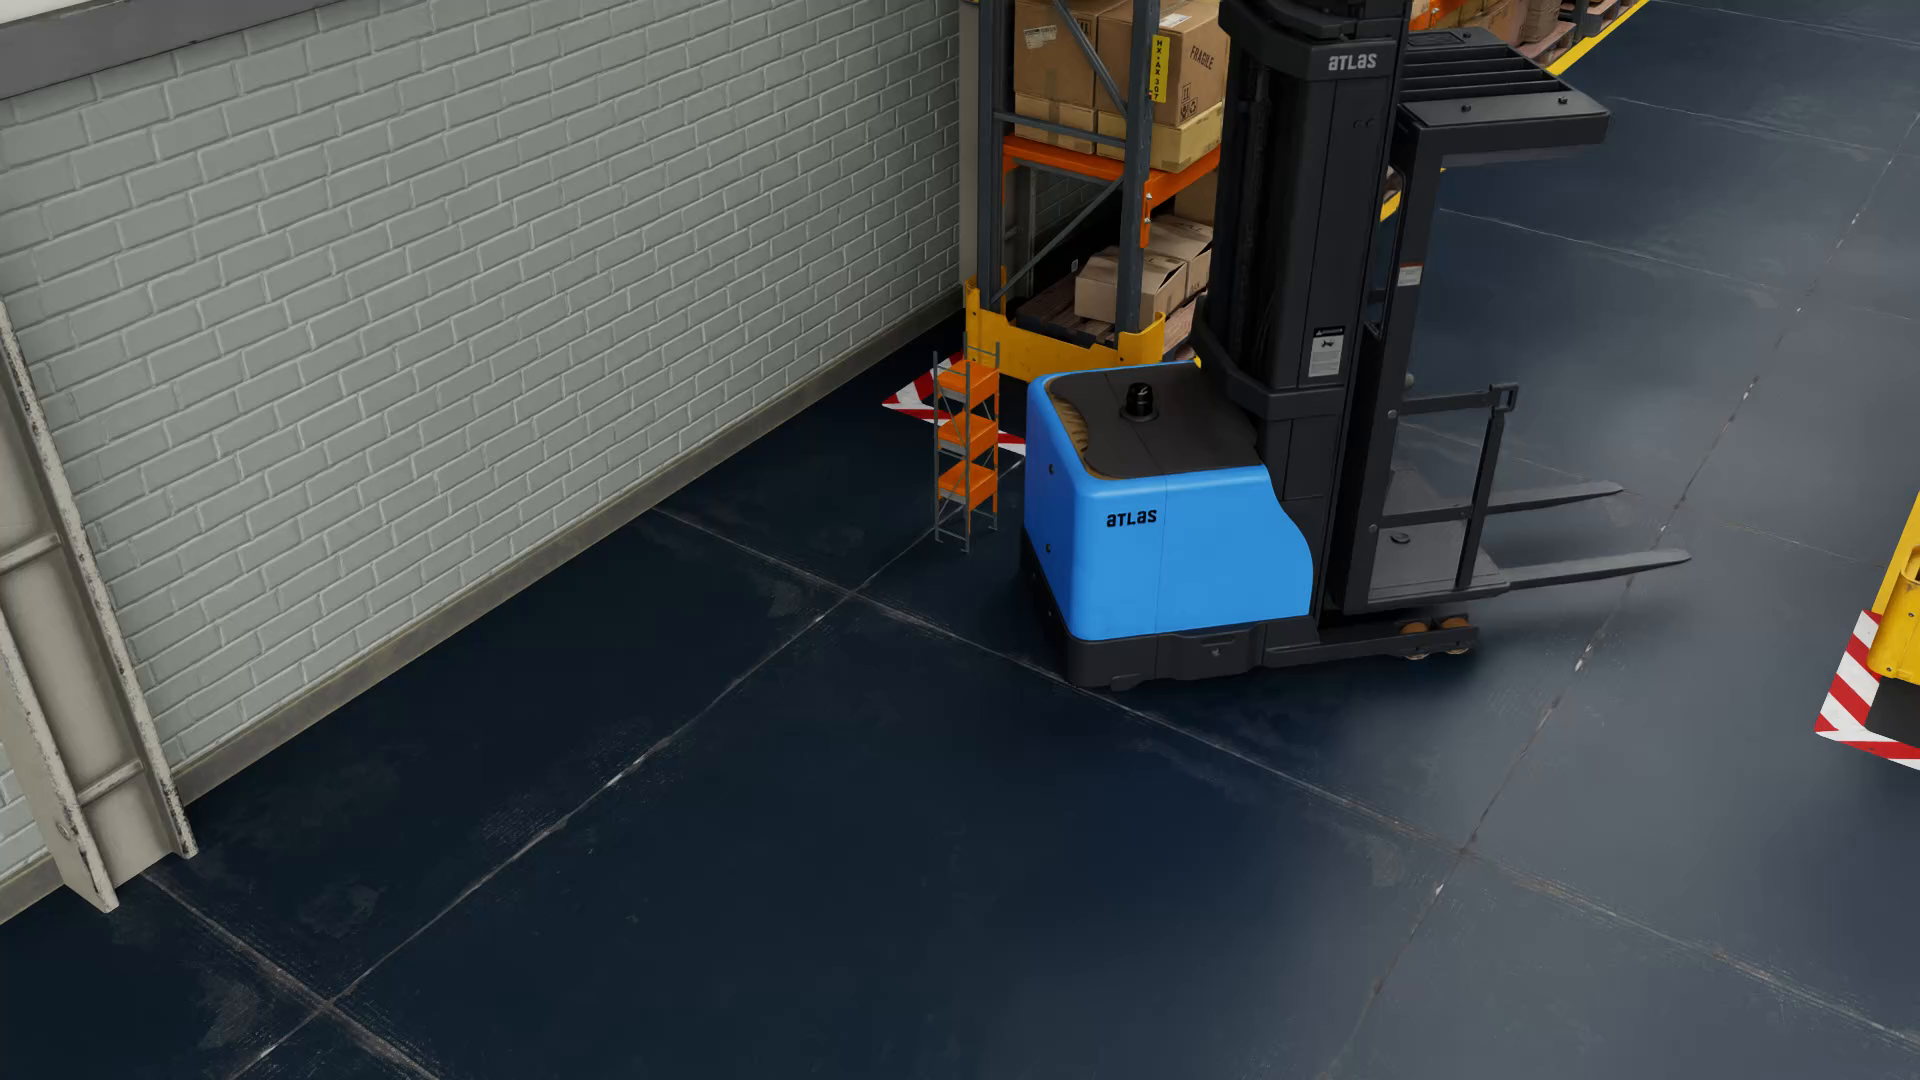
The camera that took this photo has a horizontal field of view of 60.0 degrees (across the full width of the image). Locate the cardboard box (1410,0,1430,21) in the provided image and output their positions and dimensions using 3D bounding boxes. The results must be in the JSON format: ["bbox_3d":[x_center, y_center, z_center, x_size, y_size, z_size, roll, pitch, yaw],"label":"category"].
[{"bbox_3d":[2.800,-3.626,11.050,0.500,0.250,0.500,21,40,28],"label":"cardboard box"}]

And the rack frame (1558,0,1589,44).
[{"bbox_3d":[5.102,-5.836,14.202,1.000,3.000,0.127,21,39,28],"label":"rack frame"}]

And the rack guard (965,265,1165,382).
[{"bbox_3d":[0.583,-1.153,9.509,1.175,0.500,0.348,21,39,28],"label":"rack guard"}]

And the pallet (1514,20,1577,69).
[{"bbox_3d":[4.655,-4.321,14.452,1.003,0.211,1.213,21,39,28],"label":"pallet"}]

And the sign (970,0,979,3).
[{"bbox_3d":[0.096,-2.951,8.620,0.100,0.325,0.005,21,39,28],"label":"sign"}]

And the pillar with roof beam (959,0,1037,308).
[{"bbox_3d":[3.765,-3.862,5.928,9.100,9.000,0.400,21,39,28],"label":"pillar with roof beam"}]

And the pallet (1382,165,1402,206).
[{"bbox_3d":[2.467,-2.519,11.787,1.003,0.211,1.213,21,39,28],"label":"pallet"}]

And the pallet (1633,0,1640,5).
[{"bbox_3d":[6.309,-5.578,16.310,1.003,0.211,1.213,21,39,28],"label":"pallet"}]

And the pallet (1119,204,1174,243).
[{"bbox_3d":[1.772,-1.955,10.953,1.003,0.211,1.213,21,39,28],"label":"pallet"}]

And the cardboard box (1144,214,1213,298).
[{"bbox_3d":[1.334,-1.774,10.204,0.500,0.311,0.500,25,41,32],"label":"cardboard box"}]

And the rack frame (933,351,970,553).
[{"bbox_3d":[-0.039,-0.403,7.909,0.200,1.050,0.008,21,39,28],"label":"rack frame"}]

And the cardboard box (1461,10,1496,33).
[{"bbox_3d":[3.804,-3.961,13.269,0.700,0.500,0.500,22,40,29],"label":"cardboard box"}]

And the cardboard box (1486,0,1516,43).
[{"bbox_3d":[4.085,-4.197,13.617,0.700,0.500,0.500,21,39,28],"label":"cardboard box"}]

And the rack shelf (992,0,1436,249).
[{"bbox_3d":[1.681,-2.776,10.320,1.077,0.370,4.000,21,39,28],"label":"rack shelf"}]

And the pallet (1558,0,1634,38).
[{"bbox_3d":[5.613,-5.019,15.484,1.003,0.211,1.213,21,39,28],"label":"pallet"}]

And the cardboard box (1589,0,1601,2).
[{"bbox_3d":[5.629,-5.416,15.125,0.750,0.750,0.750,21,39,28],"label":"cardboard box"}]

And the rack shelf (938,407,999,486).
[{"bbox_3d":[0.031,-0.451,7.998,0.215,0.259,0.240,21,39,28],"label":"rack shelf"}]

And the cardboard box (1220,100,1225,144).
[{"bbox_3d":[1.364,-2.467,9.336,0.500,0.250,0.500,20,39,27],"label":"cardboard box"}]

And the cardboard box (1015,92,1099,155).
[{"bbox_3d":[0.647,-2.377,9.204,0.500,0.250,0.500,22,40,29],"label":"cardboard box"}]

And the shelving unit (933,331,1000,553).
[{"bbox_3d":[0.031,-0.460,7.992,0.215,1.050,0.252,21,39,28],"label":"shelving unit"}]

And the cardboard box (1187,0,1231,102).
[{"bbox_3d":[1.349,-2.759,9.098,0.500,0.500,0.500,21,40,28],"label":"cardboard box"}]

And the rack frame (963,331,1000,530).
[{"bbox_3d":[0.100,-0.516,8.075,0.200,1.050,0.008,21,39,28],"label":"rack frame"}]

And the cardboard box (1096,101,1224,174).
[{"bbox_3d":[1.079,-2.223,8.976,0.500,0.250,0.500,20,39,27],"label":"cardboard box"}]

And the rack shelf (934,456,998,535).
[{"bbox_3d":[0.031,-0.221,8.154,0.215,0.259,0.240,21,39,28],"label":"rack shelf"}]

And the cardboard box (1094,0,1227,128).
[{"bbox_3d":[1.059,-2.534,8.767,0.500,0.500,0.500,21,39,28],"label":"cardboard box"}]

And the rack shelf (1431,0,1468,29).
[{"bbox_3d":[3.961,-4.617,13.042,1.077,0.370,4.000,21,39,28],"label":"rack shelf"}]

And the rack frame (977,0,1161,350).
[{"bbox_3d":[0.540,-2.154,8.757,1.000,3.000,0.127,21,39,28],"label":"rack frame"}]

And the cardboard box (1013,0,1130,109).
[{"bbox_3d":[0.634,-2.696,9.005,0.500,0.500,0.500,21,39,28],"label":"cardboard box"}]

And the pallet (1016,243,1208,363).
[{"bbox_3d":[1.076,-1.396,10.126,1.003,0.211,1.213,21,39,28],"label":"pallet"}]

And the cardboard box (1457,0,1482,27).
[{"bbox_3d":[3.769,-4.241,13.012,0.500,0.250,0.500,20,39,27],"label":"cardboard box"}]

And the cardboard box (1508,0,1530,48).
[{"bbox_3d":[4.345,-4.434,13.968,0.700,0.500,0.500,21,39,28],"label":"cardboard box"}]

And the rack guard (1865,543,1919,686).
[{"bbox_3d":[4.598,0.473,7.104,1.175,0.500,0.348,21,39,28],"label":"rack guard"}]

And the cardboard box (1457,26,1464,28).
[{"bbox_3d":[3.480,-3.739,12.941,0.700,0.500,0.500,20,39,27],"label":"cardboard box"}]

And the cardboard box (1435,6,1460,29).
[{"bbox_3d":[3.475,-4.000,12.656,0.500,0.250,0.500,20,39,27],"label":"cardboard box"}]

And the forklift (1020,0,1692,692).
[{"bbox_3d":[1.856,-0.962,7.056,3.031,2.935,1.130,-6,35,-9],"label":"forklift"}]

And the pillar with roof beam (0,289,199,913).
[{"bbox_3d":[0.344,-1.101,1.845,9.100,9.000,0.400,21,39,28],"label":"pillar with roof beam"}]

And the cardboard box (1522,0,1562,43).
[{"bbox_3d":[4.734,-4.634,14.264,0.700,0.500,0.500,22,40,29],"label":"cardboard box"}]

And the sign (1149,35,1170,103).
[{"bbox_3d":[0.986,-2.339,8.259,0.100,0.325,0.005,21,39,28],"label":"sign"}]

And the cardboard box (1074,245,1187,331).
[{"bbox_3d":[1.009,-1.512,9.816,0.500,0.311,0.500,17,37,23],"label":"cardboard box"}]

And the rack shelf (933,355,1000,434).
[{"bbox_3d":[0.031,-0.686,7.839,0.215,0.259,0.240,21,39,28],"label":"rack shelf"}]

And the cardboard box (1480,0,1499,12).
[{"bbox_3d":[4.068,-4.464,13.343,0.500,0.250,0.500,21,39,28],"label":"cardboard box"}]

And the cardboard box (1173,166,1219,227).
[{"bbox_3d":[1.793,-2.174,10.626,0.700,0.500,0.500,19,38,25],"label":"cardboard box"}]

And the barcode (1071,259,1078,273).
[{"bbox_3d":[0.690,-1.652,10.014,0.001,0.075,0.075,21,39,28],"label":"barcode"}]
